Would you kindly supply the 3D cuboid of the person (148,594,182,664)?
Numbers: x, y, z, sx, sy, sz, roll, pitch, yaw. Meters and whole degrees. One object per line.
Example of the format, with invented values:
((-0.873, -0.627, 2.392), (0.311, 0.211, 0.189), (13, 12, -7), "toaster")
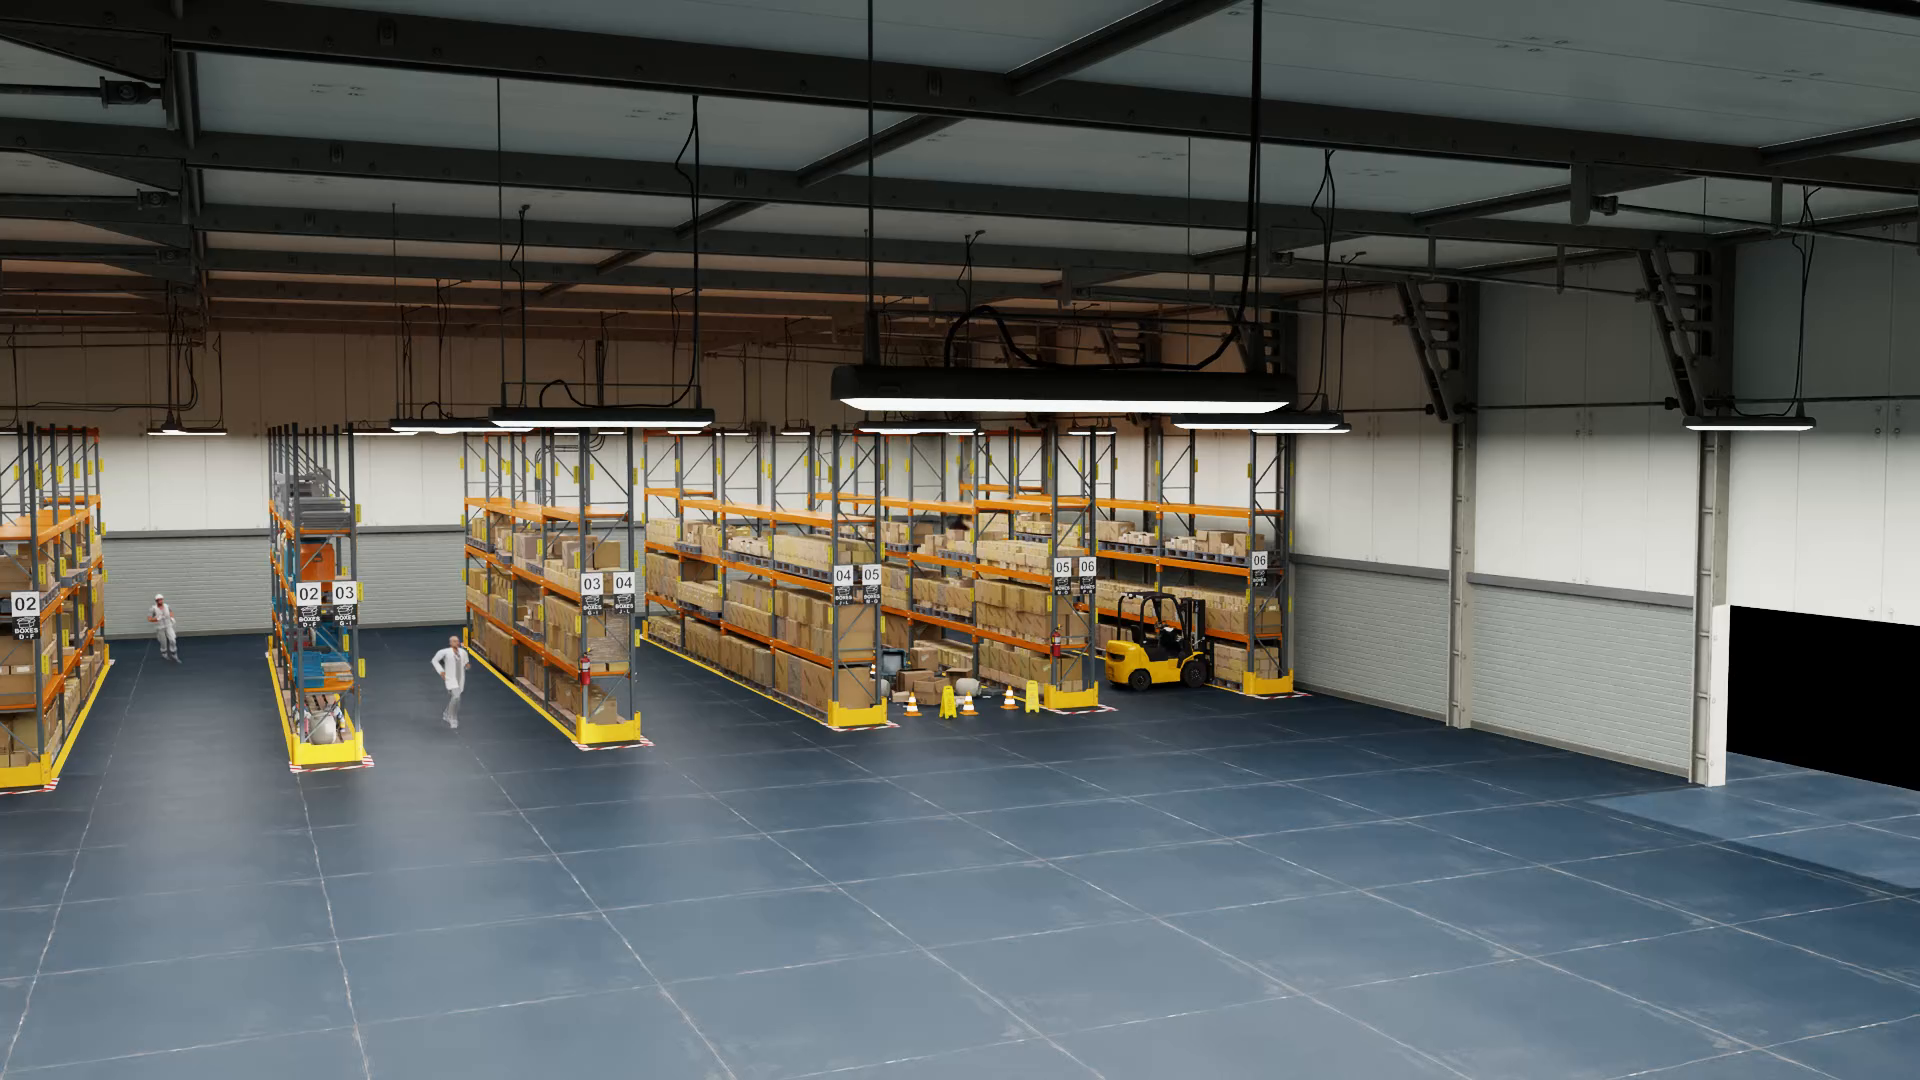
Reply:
((-20.278, 2.264, 42.260), (0.713, 1.800, 0.830), (-3, 5, -41), "person")

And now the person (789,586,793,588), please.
((-4.421, 2.136, 44.551), (0.694, 1.771, 1.012), (-3, 5, -40), "person")

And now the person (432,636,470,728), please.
((-10.058, 2.827, 33.075), (0.829, 1.837, 0.681), (3, 4, 39), "person")
